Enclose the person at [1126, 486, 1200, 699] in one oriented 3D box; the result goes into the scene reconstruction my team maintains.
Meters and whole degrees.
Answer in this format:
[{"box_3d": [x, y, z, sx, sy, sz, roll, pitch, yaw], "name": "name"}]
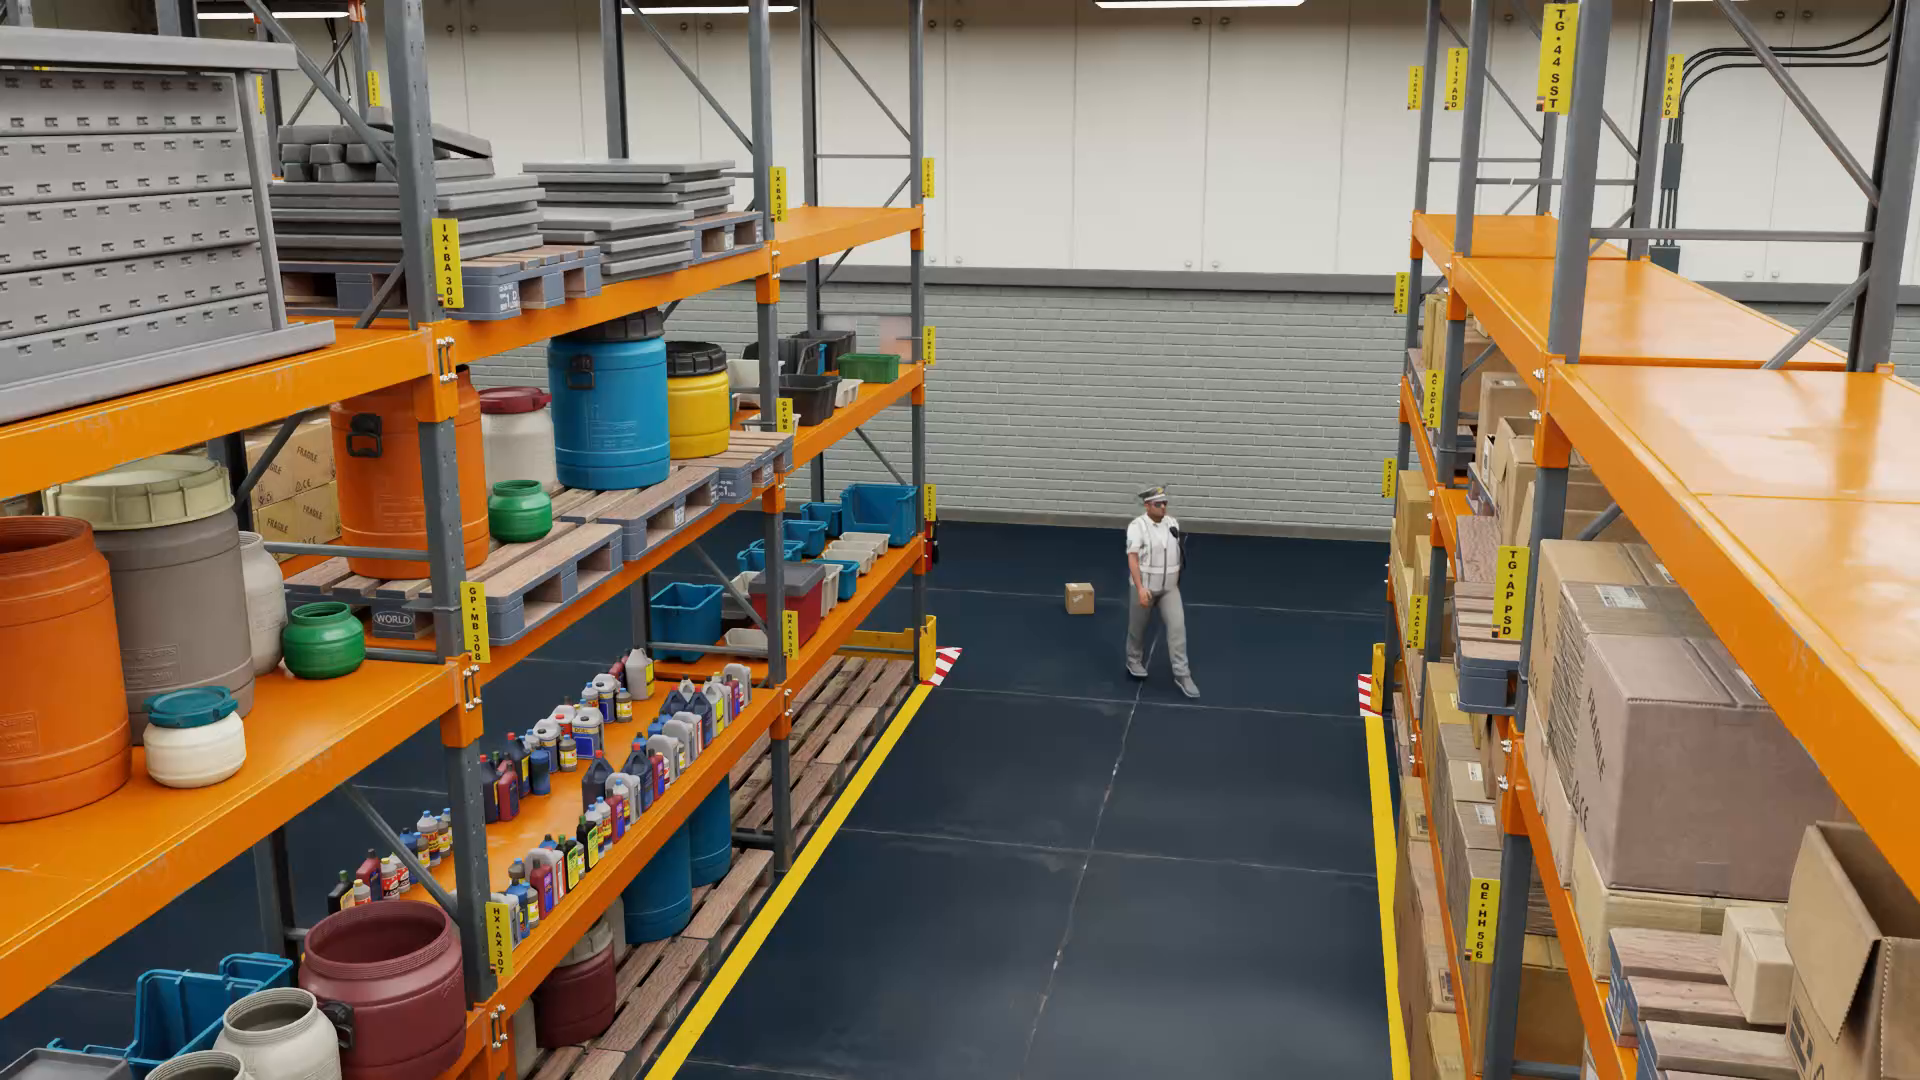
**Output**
[{"box_3d": [1.720, 0.414, 14.336, 0.534, 1.761, 0.894, -5, 15, -18], "name": "person"}]
